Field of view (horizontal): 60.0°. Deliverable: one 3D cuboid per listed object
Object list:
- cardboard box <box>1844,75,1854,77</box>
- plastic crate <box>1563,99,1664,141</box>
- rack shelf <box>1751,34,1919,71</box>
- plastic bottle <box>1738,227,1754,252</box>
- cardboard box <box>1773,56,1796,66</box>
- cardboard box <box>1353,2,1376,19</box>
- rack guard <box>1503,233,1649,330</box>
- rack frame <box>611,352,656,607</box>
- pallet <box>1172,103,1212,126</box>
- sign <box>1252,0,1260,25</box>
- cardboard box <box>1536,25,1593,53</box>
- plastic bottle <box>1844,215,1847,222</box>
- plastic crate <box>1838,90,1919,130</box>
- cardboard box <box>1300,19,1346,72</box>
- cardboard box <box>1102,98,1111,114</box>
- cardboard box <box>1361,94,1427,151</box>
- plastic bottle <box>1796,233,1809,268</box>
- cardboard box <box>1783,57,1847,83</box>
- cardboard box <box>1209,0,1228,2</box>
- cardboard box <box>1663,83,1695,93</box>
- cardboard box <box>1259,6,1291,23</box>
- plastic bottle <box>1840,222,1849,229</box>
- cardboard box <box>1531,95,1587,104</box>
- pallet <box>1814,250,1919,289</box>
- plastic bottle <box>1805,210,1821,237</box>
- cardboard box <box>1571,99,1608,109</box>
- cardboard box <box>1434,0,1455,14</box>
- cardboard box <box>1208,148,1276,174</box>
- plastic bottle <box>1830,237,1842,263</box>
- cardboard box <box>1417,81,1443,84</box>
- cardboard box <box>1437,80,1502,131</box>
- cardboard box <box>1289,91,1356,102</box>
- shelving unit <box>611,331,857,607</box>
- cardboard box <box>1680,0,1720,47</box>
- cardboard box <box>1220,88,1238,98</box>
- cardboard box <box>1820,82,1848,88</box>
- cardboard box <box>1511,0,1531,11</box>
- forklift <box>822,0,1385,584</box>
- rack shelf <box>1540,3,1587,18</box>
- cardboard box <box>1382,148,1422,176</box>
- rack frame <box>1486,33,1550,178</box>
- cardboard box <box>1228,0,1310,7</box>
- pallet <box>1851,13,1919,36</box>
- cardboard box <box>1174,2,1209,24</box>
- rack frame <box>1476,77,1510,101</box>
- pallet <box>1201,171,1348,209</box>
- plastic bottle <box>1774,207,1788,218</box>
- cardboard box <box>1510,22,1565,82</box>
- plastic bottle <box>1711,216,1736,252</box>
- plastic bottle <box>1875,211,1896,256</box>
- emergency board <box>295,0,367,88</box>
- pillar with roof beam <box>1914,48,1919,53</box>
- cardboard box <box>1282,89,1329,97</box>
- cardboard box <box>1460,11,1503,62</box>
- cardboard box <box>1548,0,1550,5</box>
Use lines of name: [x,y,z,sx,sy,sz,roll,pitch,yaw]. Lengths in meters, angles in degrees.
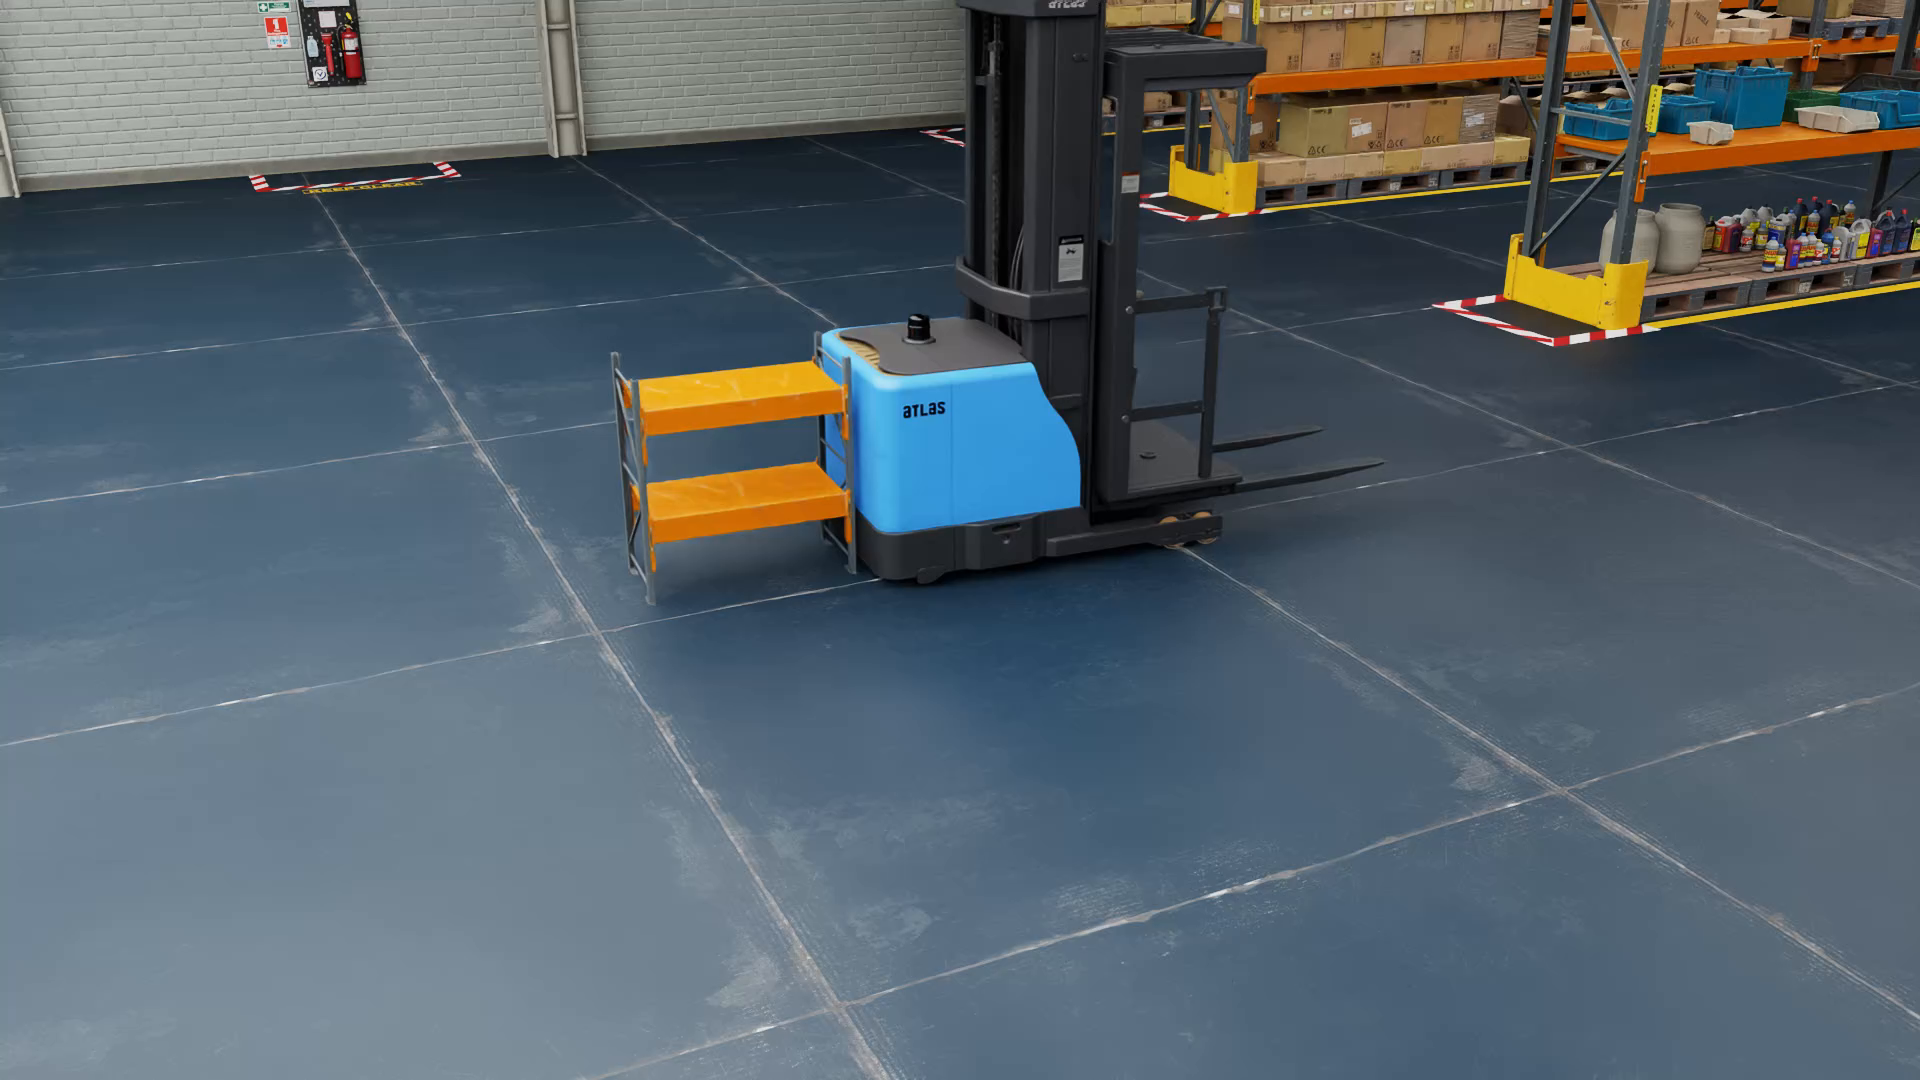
cardboard box: [11.496,-5.660,21.194,0.500,0.500,0.500,-11,25,-26]
plastic crate: [5.076,-3.283,12.955,0.616,0.251,0.499,-10,25,-24]
rack shelf: [11.621,-6.200,20.747,4.000,0.370,1.077,-10,25,-24]
plastic bottle: [6.655,-2.548,14.066,0.097,0.201,0.097,0,22,0]
cardboard box: [12.907,-7.865,26.548,0.500,0.500,0.700,-10,24,-22]
cardboard box: [3.987,-5.382,16.852,0.250,0.149,0.380,-11,25,-25]
rack guard: [4.803,-2.040,13.024,0.348,0.500,1.175,-10,25,-24]
rack frame: [-1.568,-0.291,7.982,0.032,1.125,0.500,-9,24,-20]
pallet: [3.473,-5.832,22.562,1.213,0.211,1.003,-10,25,-24]
sign: [2.846,-5.118,15.957,0.005,0.325,0.100,-10,25,-24]
cardboard box: [6.639,-5.565,18.467,0.500,0.250,0.500,-9,24,-20]
plastic bottle: [7.791,-2.821,14.727,0.097,0.201,0.097,0,22,0]
plastic crate: [7.480,-3.484,13.438,0.616,0.251,0.499,-10,25,-24]
cardboard box: [3.508,-5.082,16.974,0.500,0.500,0.700,-10,24,-22]
cardboard box: [1.635,-5.719,21.585,0.500,0.311,0.500,-8,24,-19]
cardboard box: [4.543,-4.404,17.533,0.500,0.500,0.500,-10,25,-24]
plastic bottle: [6.833,-2.359,13.519,0.097,0.271,0.097,0,22,0]
cardboard box: [10.609,-5.842,20.655,0.500,0.250,0.500,-9,24,-22]
cardboard box: [3.324,-7.260,21.557,0.500,0.500,0.500,-11,25,-24]
cardboard box: [8.750,-5.308,19.963,0.500,0.311,0.500,-11,25,-25]
cardboard box: [3.057,-5.210,16.437,0.250,0.149,0.380,-11,25,-24]
plastic bottle: [7.373,-2.517,13.885,0.133,0.283,0.061,-10,25,-24]
cardboard box: [6.921,-4.974,19.158,0.500,0.311,0.500,-10,24,-22]
pallet: [7.736,-2.444,14.378,1.213,0.211,1.003,-10,25,-24]
plastic bottle: [7.374,-2.716,14.380,0.097,0.271,0.097,0,22,0]
cardboard box: [7.148,-4.784,18.698,0.500,0.311,0.500,-11,25,-24]
cardboard box: [4.918,-5.554,17.267,0.250,0.149,0.380,-10,24,-22]
cardboard box: [2.965,-3.988,17.508,0.500,0.250,0.500,-10,25,-24]
plastic bottle: [7.197,-2.394,13.694,0.097,0.201,0.097,0,22,0]
cardboard box: [6.526,-6.773,23.883,0.500,0.500,0.700,-10,25,-24]
cardboard box: [5.661,-4.838,18.582,0.500,0.500,0.500,-10,25,-24]
cardboard box: [3.859,-4.506,17.780,0.500,0.500,0.500,-10,25,-24]
shelving unit: [-1.096,-0.364,8.158,1.048,1.125,0.538,-9,24,-20]
cardboard box: [8.314,-5.963,19.103,0.500,0.500,0.500,-12,25,-26]
cardboard box: [3.594,-6.039,22.546,0.250,0.166,0.380,-14,26,-30]
cardboard box: [10.822,-5.315,20.361,0.500,0.500,0.500,-11,25,-26]
cardboard box: [5.839,-5.724,17.677,0.250,0.149,0.380,-11,25,-25]
forklift: [0.832,-1.483,8.500,3.031,2.935,1.130,-9,24,-20]
rack shelf: [9.469,-7.907,24.869,4.000,0.370,1.077,-10,25,-24]
cardboard box: [4.542,-4.058,17.677,0.500,0.250,0.500,-10,25,-24]
rack frame: [6.214,-5.537,18.205,0.127,3.000,1.000,-10,25,-24]
cardboard box: [3.084,-5.601,16.532,0.500,0.500,0.700,-10,25,-23]
pallet: [11.569,-6.436,20.628,1.213,0.211,1.003,-10,25,-24]
cardboard box: [2.868,-6.832,21.503,0.500,0.250,0.500,-11,25,-24]
rack frame: [7.667,-7.907,23.930,0.127,3.000,1.000,-10,25,-24]
pallet: [3.281,-3.727,17.477,1.213,0.211,1.003,-10,25,-24]
plastic bottle: [7.115,-2.742,14.430,0.133,0.283,0.061,-9,24,-21]
cardboard box: [8.386,-7.185,24.447,0.750,0.750,0.750,-11,25,-24]
plastic bottle: [6.459,-2.599,14.092,0.135,0.276,0.152,-10,25,-23]
plastic bottle: [7.731,-2.571,13.927,0.185,0.351,0.144,-12,25,-26]
emergency board: [-6.936,-5.602,18.362,0.643,1.169,0.194,-10,25,-24]
pillar with roof beam: [18.800,-11.268,24.207,0.400,9.000,9.100,-10,25,-24]
cardboard box: [4.719,-6.420,23.030,0.500,0.500,0.700,-10,24,-22]
cardboard box: [5.345,-5.418,17.786,0.500,0.500,0.700,-11,25,-24]
cardboard box: [8.295,-7.814,24.007,0.250,0.149,0.380,-10,25,-23]
